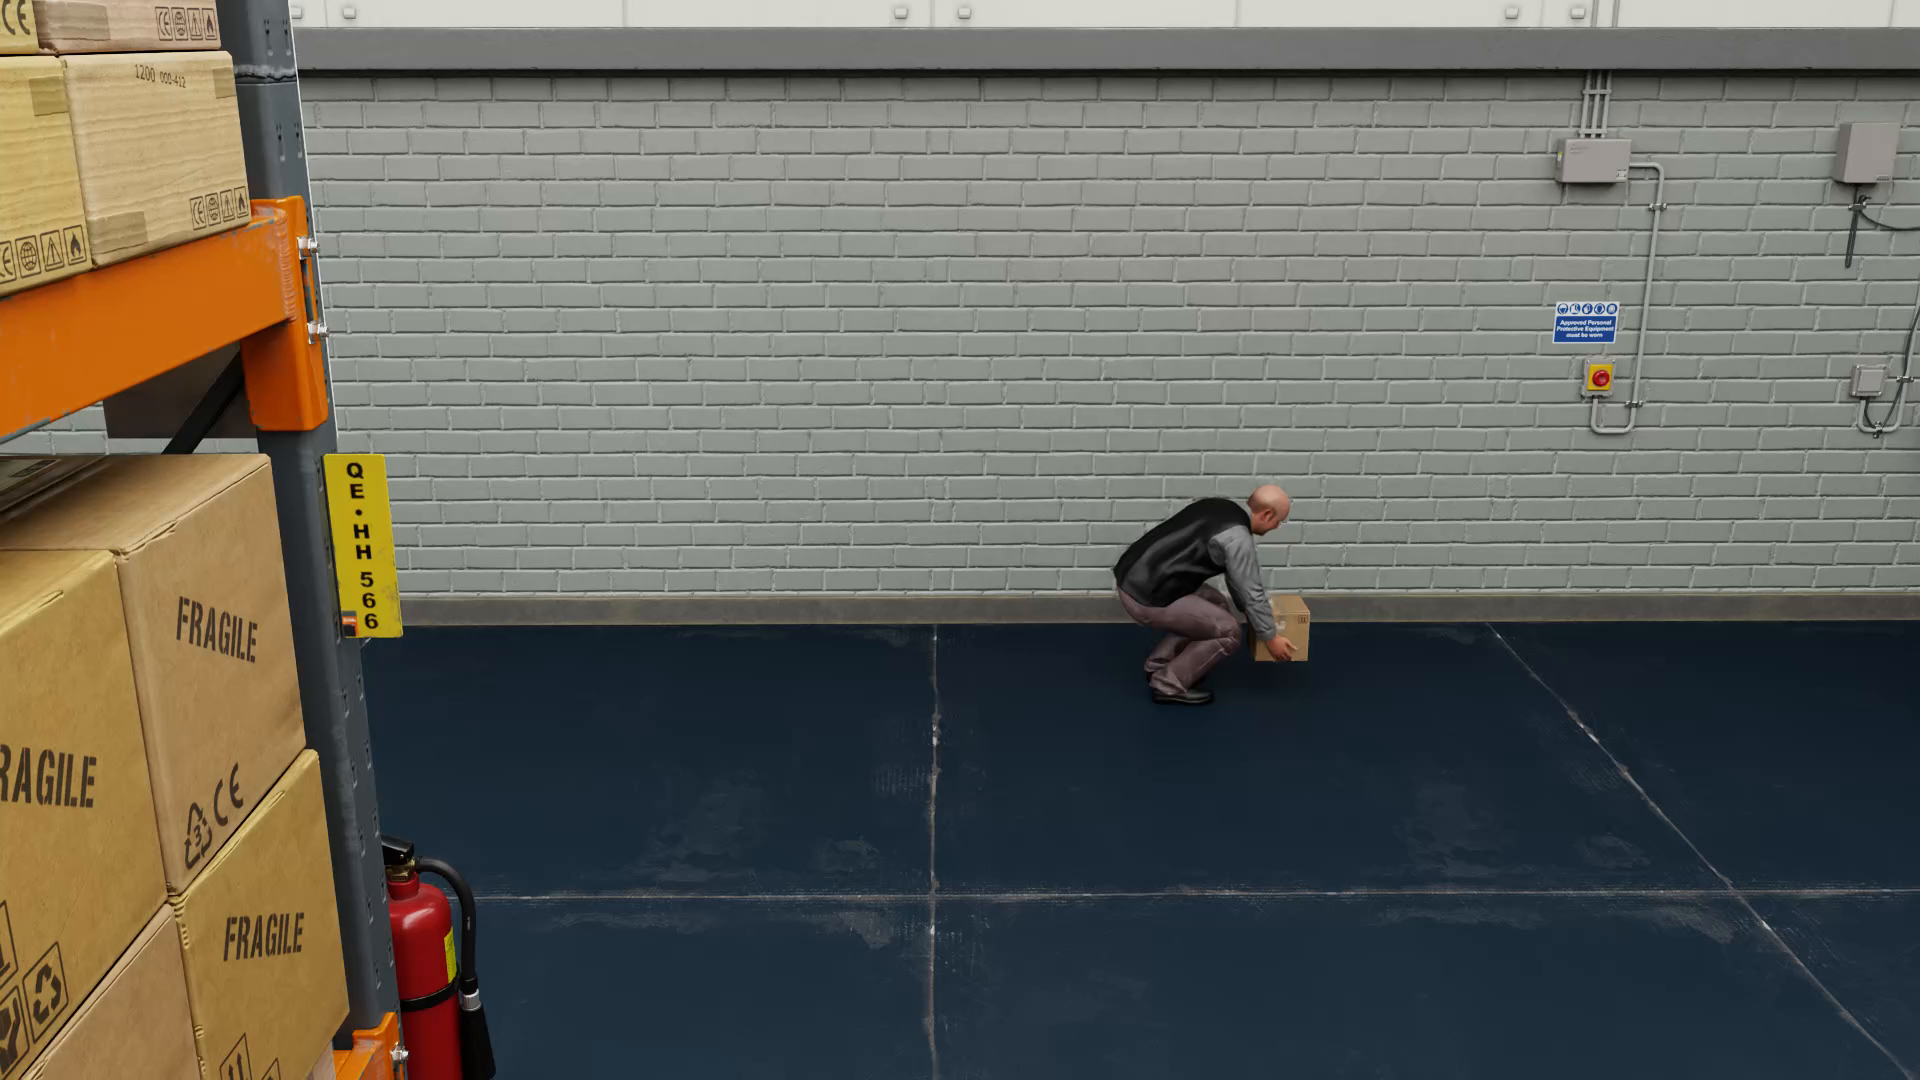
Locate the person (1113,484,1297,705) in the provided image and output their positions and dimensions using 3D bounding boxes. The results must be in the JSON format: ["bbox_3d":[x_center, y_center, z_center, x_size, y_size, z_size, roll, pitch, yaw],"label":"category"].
[{"bbox_3d":[1.168,0.244,8.008,0.855,1.014,0.548,0,17,-1],"label":"person"}]
